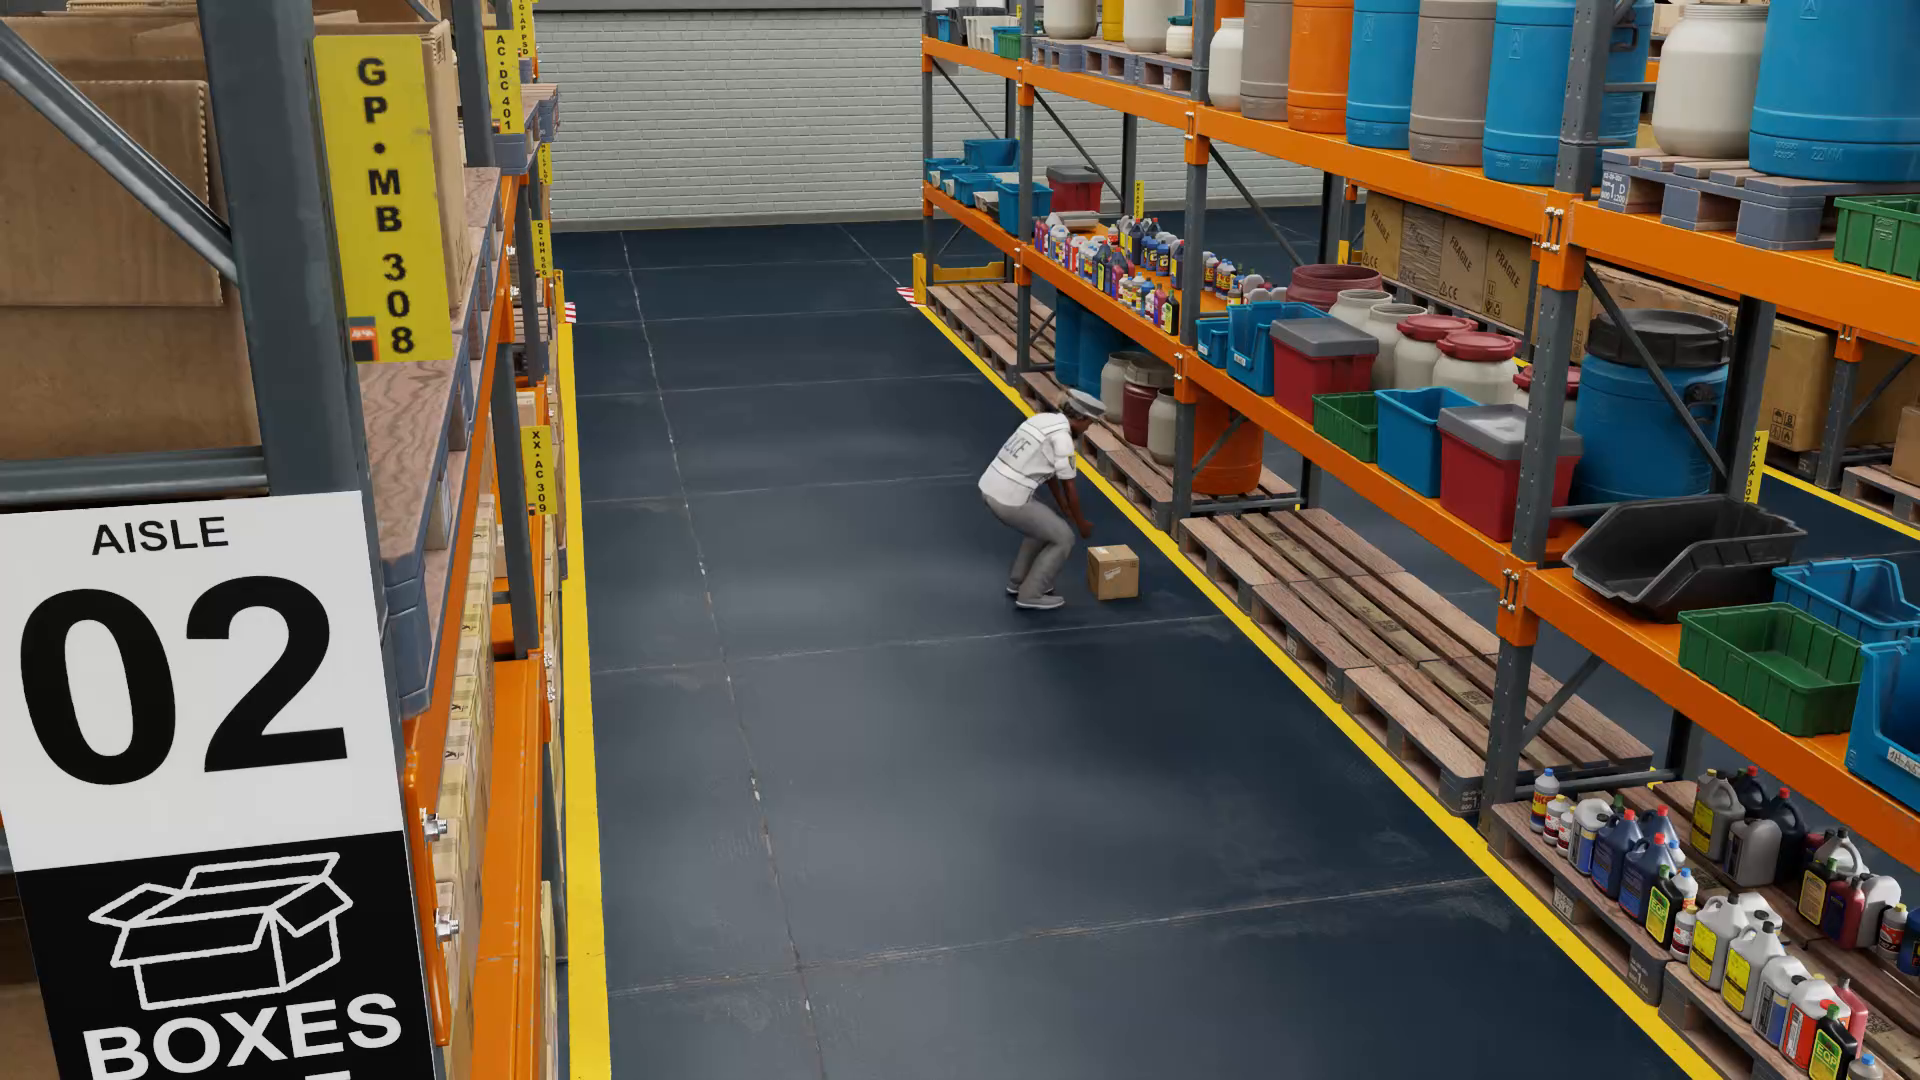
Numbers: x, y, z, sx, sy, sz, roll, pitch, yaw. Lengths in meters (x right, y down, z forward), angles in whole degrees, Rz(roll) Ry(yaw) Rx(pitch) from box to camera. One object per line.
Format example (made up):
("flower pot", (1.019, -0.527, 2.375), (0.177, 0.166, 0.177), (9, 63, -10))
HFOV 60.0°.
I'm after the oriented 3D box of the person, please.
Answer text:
("person", (0.486, -0.255, 9.869), (0.769, 1.274, 0.495), (-5, 20, -12))
